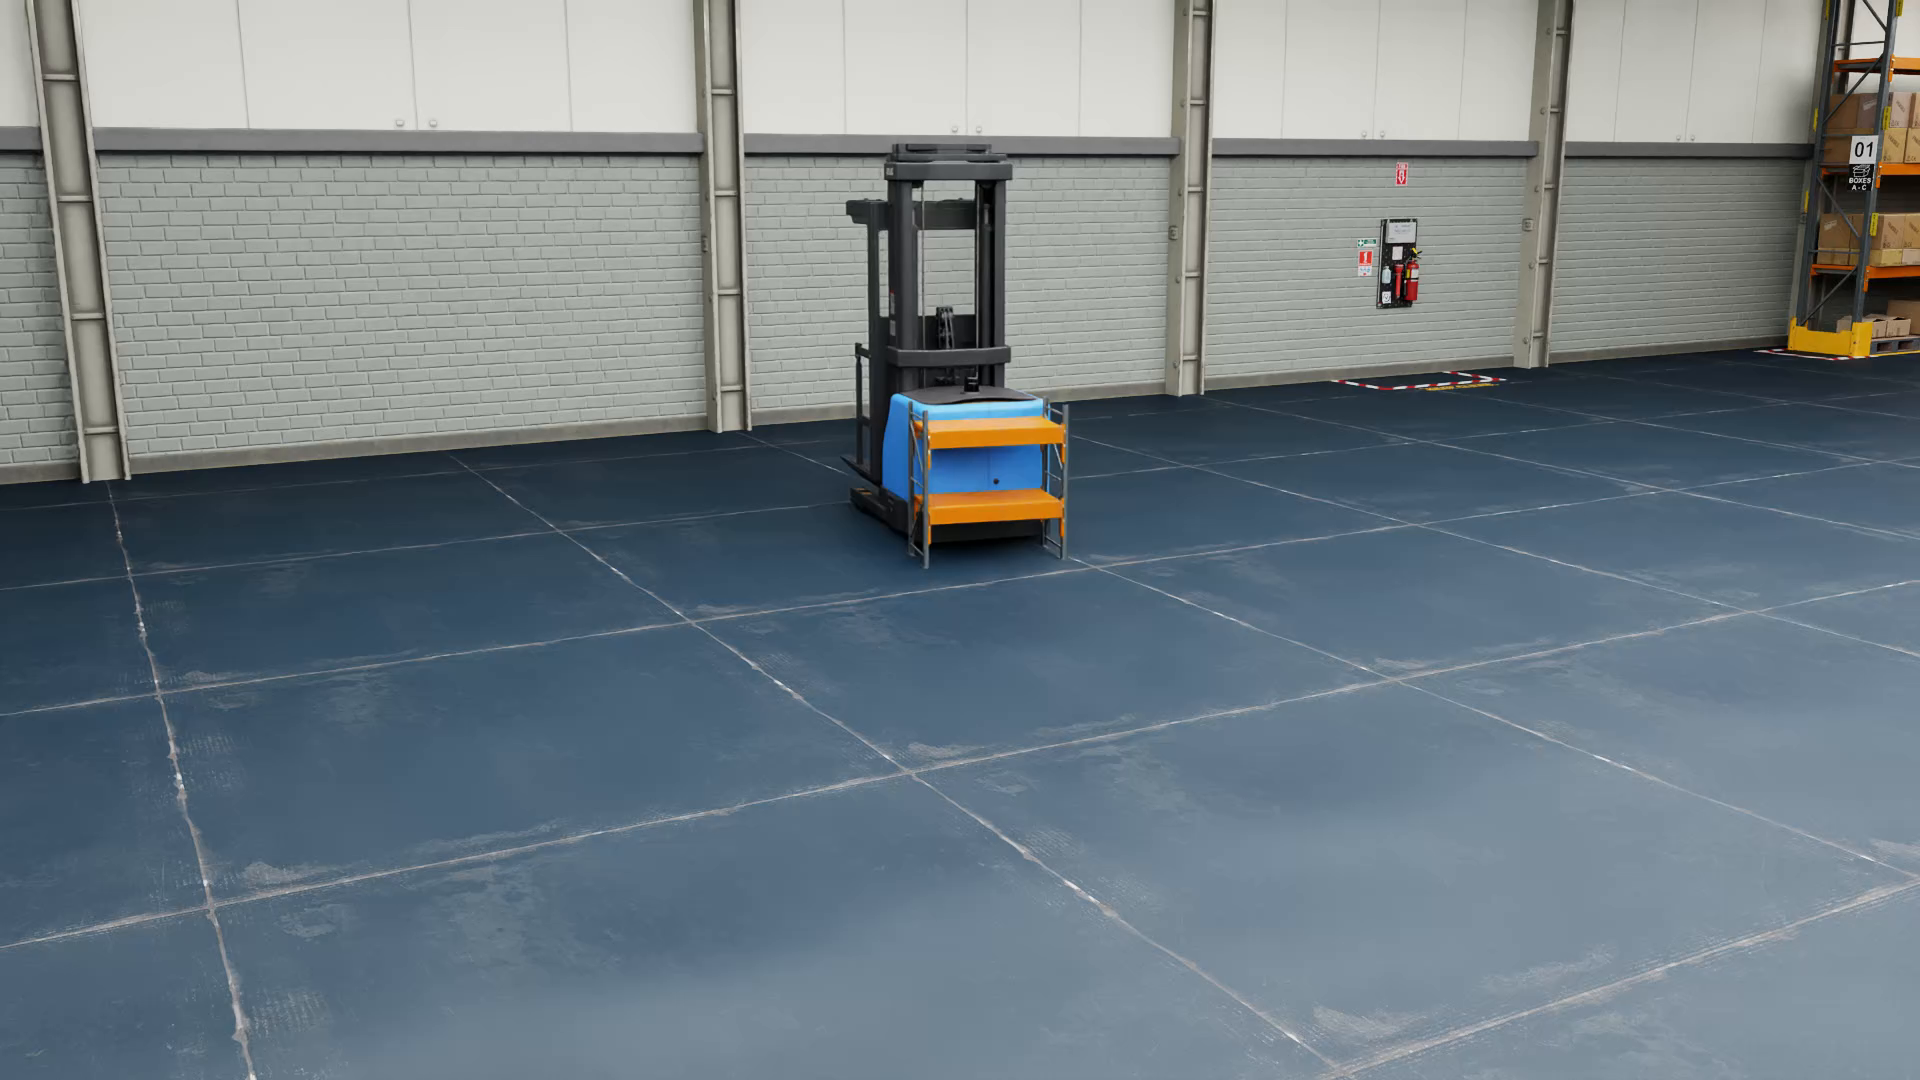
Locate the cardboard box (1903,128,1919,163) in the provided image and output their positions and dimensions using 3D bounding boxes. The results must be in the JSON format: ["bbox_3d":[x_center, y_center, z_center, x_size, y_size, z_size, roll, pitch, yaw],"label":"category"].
[{"bbox_3d":[14.022,-5.864,24.729,0.500,0.500,0.500,-6,14,-24],"label":"cardboard box"}]

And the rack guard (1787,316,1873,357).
[{"bbox_3d":[13.187,-3.094,25.219,0.348,0.500,1.175,-7,14,-28],"label":"rack guard"}]

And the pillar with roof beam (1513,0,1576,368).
[{"bbox_3d":[10.117,-6.012,18.827,0.400,9.000,9.100,-7,14,-28],"label":"pillar with roof beam"}]

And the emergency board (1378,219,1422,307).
[{"bbox_3d":[5.870,-3.662,22.050,0.636,1.158,0.192,-7,14,-28],"label":"emergency board"}]

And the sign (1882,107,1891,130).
[{"bbox_3d":[13.381,-6.091,24.019,0.005,0.325,0.100,-7,14,-28],"label":"sign"}]

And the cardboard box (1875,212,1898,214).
[{"bbox_3d":[14.331,-4.805,25.715,0.500,0.500,0.500,-7,15,-29],"label":"cardboard box"}]

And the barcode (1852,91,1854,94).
[{"bbox_3d":[13.504,-6.769,25.153,0.075,0.075,0.001,-7,14,-28],"label":"barcode"}]

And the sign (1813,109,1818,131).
[{"bbox_3d":[12.872,-6.310,24.967,0.005,0.325,0.100,-7,14,-28],"label":"sign"}]

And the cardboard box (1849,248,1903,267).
[{"bbox_3d":[13.701,-4.232,24.879,0.500,0.250,0.500,-7,15,-29],"label":"cardboard box"}]

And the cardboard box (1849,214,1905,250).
[{"bbox_3d":[13.683,-4.600,24.806,0.500,0.500,0.500,-7,14,-28],"label":"cardboard box"}]

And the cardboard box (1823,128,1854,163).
[{"bbox_3d":[13.365,-5.920,24.978,0.500,0.500,0.500,-6,14,-24],"label":"cardboard box"}]

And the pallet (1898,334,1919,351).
[{"bbox_3d":[14.987,-3.159,26.166,1.213,0.211,1.003,-7,14,-28],"label":"pallet"}]

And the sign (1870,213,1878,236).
[{"bbox_3d":[13.381,-4.623,24.349,0.005,0.325,0.100,-7,14,-28],"label":"sign"}]

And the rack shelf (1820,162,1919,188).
[{"bbox_3d":[14.876,-5.628,25.593,4.000,0.370,1.077,-7,14,-28],"label":"rack shelf"}]

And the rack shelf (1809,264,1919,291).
[{"bbox_3d":[14.876,-4.165,25.923,4.000,0.370,1.077,-7,14,-28],"label":"rack shelf"}]

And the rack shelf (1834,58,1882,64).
[{"bbox_3d":[14.876,-7.220,25.235,3.809,0.052,0.919,-7,14,-28],"label":"rack shelf"}]

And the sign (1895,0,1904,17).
[{"bbox_3d":[13.380,-7.622,23.674,0.005,0.325,0.100,-7,14,-28],"label":"sign"}]

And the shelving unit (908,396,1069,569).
[{"bbox_3d":[0.195,-0.424,11.932,1.048,1.125,0.538,-3,13,-15],"label":"shelving unit"}]

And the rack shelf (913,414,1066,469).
[{"bbox_3d":[0.195,-0.710,11.868,1.000,0.278,0.538,-3,13,-15],"label":"rack shelf"}]

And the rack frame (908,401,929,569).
[{"bbox_3d":[-0.296,-0.395,11.804,0.032,1.125,0.500,-3,13,-15],"label":"rack frame"}]

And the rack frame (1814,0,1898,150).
[{"bbox_3d":[13.120,-7.232,24.250,0.127,3.000,1.000,-7,14,-28],"label":"rack frame"}]

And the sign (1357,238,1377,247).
[{"bbox_3d":[5.340,-3.898,21.812,0.331,0.109,0.001,-7,14,-28],"label":"sign"}]

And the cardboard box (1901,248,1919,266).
[{"bbox_3d":[14.150,-4.290,25.134,0.500,0.250,0.500,-7,15,-30],"label":"cardboard box"}]

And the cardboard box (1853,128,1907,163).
[{"bbox_3d":[13.534,-5.814,24.508,0.500,0.500,0.500,-6,14,-26],"label":"cardboard box"}]

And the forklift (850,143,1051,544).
[{"bbox_3d":[-0.271,-1.683,13.412,1.130,2.935,3.031,-4,13,-18],"label":"forklift"}]

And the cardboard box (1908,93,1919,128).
[{"bbox_3d":[14.039,-6.352,24.620,0.500,0.500,0.500,-7,14,-29],"label":"cardboard box"}]

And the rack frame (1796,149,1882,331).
[{"bbox_3d":[13.120,-4.306,24.909,0.127,3.000,1.000,-7,14,-28],"label":"rack frame"}]

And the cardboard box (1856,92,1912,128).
[{"bbox_3d":[13.575,-6.309,24.429,0.500,0.500,0.500,-8,15,-32],"label":"cardboard box"}]

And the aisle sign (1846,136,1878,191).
[{"bbox_3d":[13.201,-5.508,24.333,0.004,0.787,0.394,-7,14,-28],"label":"aisle sign"}]

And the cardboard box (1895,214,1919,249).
[{"bbox_3d":[14.122,-4.650,25.029,0.500,0.500,0.500,-7,14,-28],"label":"cardboard box"}]

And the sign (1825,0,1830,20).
[{"bbox_3d":[12.872,-7.874,24.615,0.005,0.325,0.100,-7,14,-28],"label":"sign"}]

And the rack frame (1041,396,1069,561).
[{"bbox_3d":[0.686,-0.453,12.061,0.032,1.125,0.500,-3,13,-15],"label":"rack frame"}]

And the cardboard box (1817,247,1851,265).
[{"bbox_3d":[13.438,-4.329,25.307,0.500,0.250,0.500,-7,14,-27],"label":"cardboard box"}]

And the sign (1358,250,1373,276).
[{"bbox_3d":[5.332,-3.641,21.875,0.234,0.329,0.001,-7,14,-28],"label":"sign"}]

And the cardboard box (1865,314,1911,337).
[{"bbox_3d":[14.271,-3.324,25.668,0.500,0.311,0.500,-6,14,-23],"label":"cardboard box"}]

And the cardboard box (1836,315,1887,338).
[{"bbox_3d":[13.771,-3.264,25.402,0.500,0.311,0.500,-9,15,-34],"label":"cardboard box"}]

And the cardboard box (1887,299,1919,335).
[{"bbox_3d":[14.939,-3.484,25.948,0.500,0.500,0.700,-8,15,-31],"label":"cardboard box"}]

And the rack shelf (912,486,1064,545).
[{"bbox_3d":[0.195,-0.186,11.986,1.000,0.278,0.538,-3,13,-15],"label":"rack shelf"}]

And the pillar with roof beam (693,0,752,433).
[{"bbox_3d":[-0.416,-4.749,13.217,0.400,9.000,9.100,-7,14,-28],"label":"pillar with roof beam"}]
